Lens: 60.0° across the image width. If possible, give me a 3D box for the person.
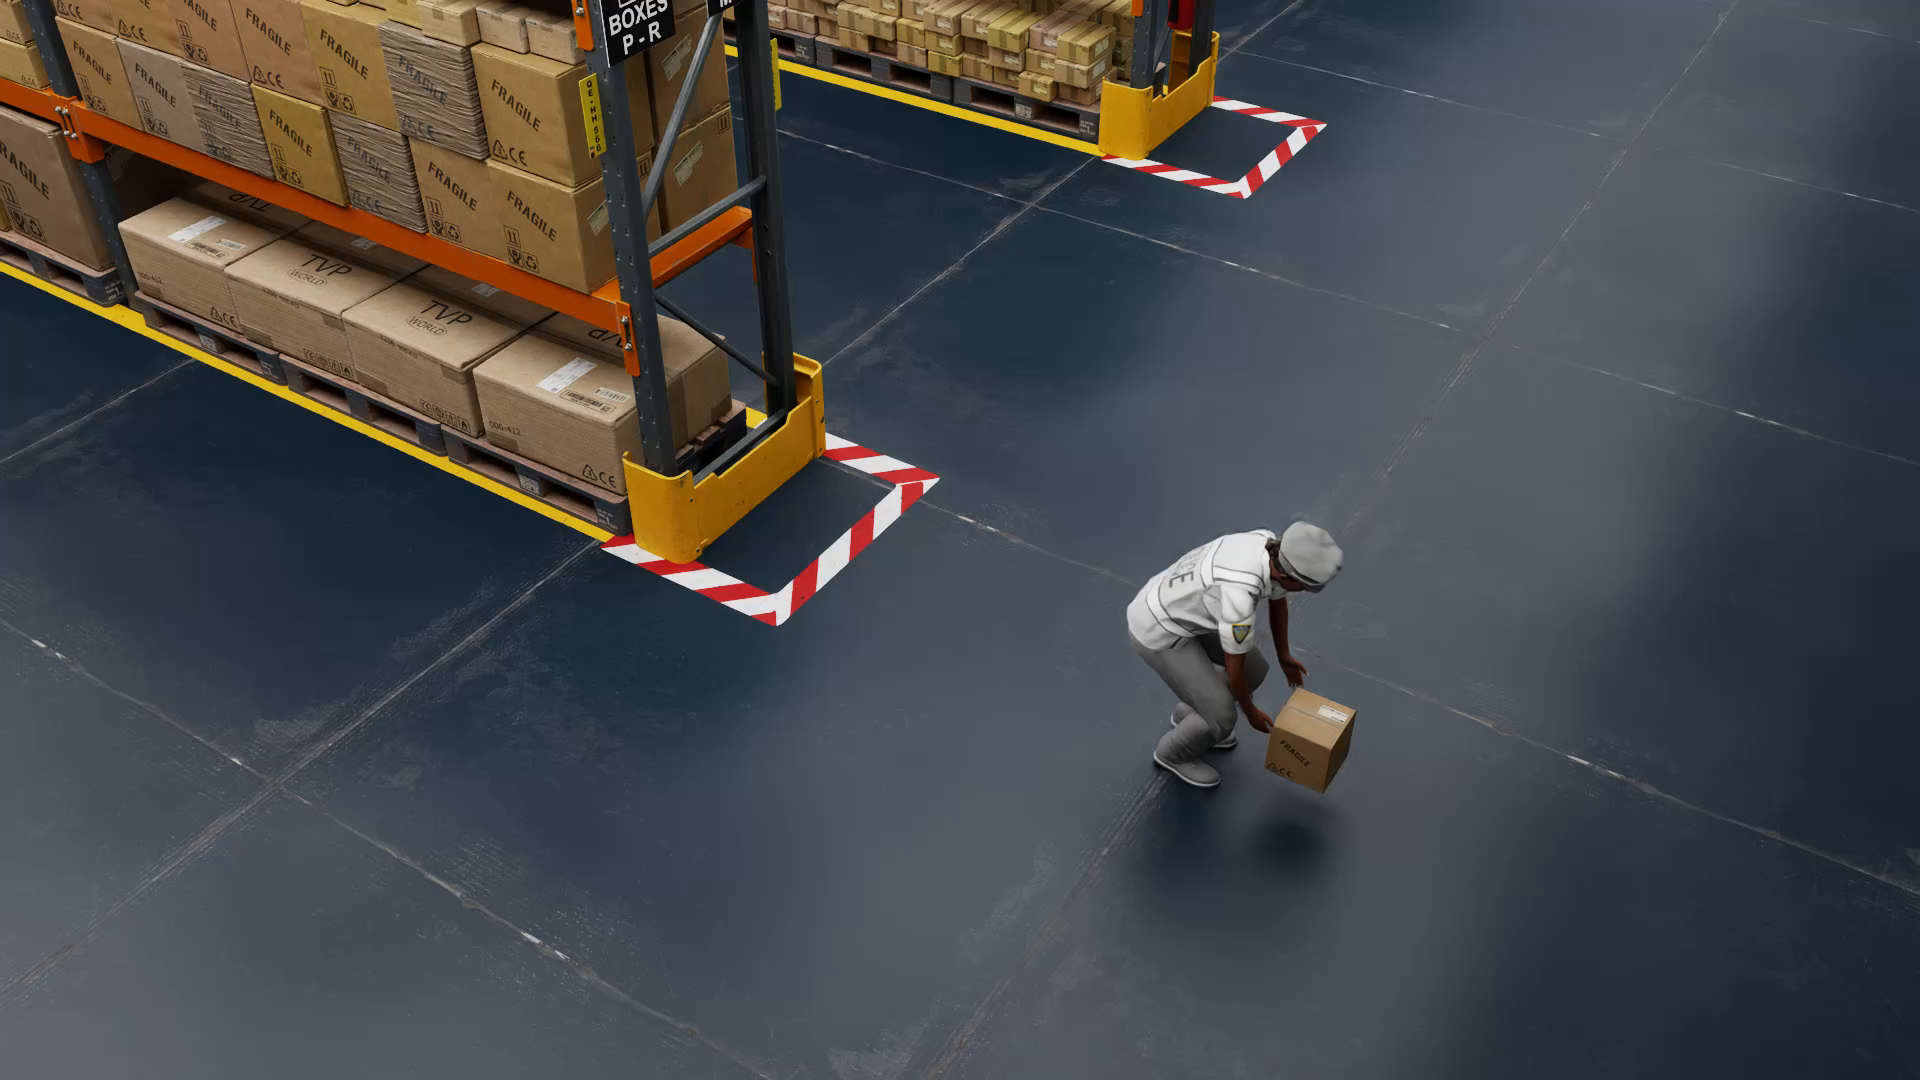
[{"bbox_3d":[1.050,0.397,6.520,0.777,1.249,0.496,22,43,25],"label":"person"}]
